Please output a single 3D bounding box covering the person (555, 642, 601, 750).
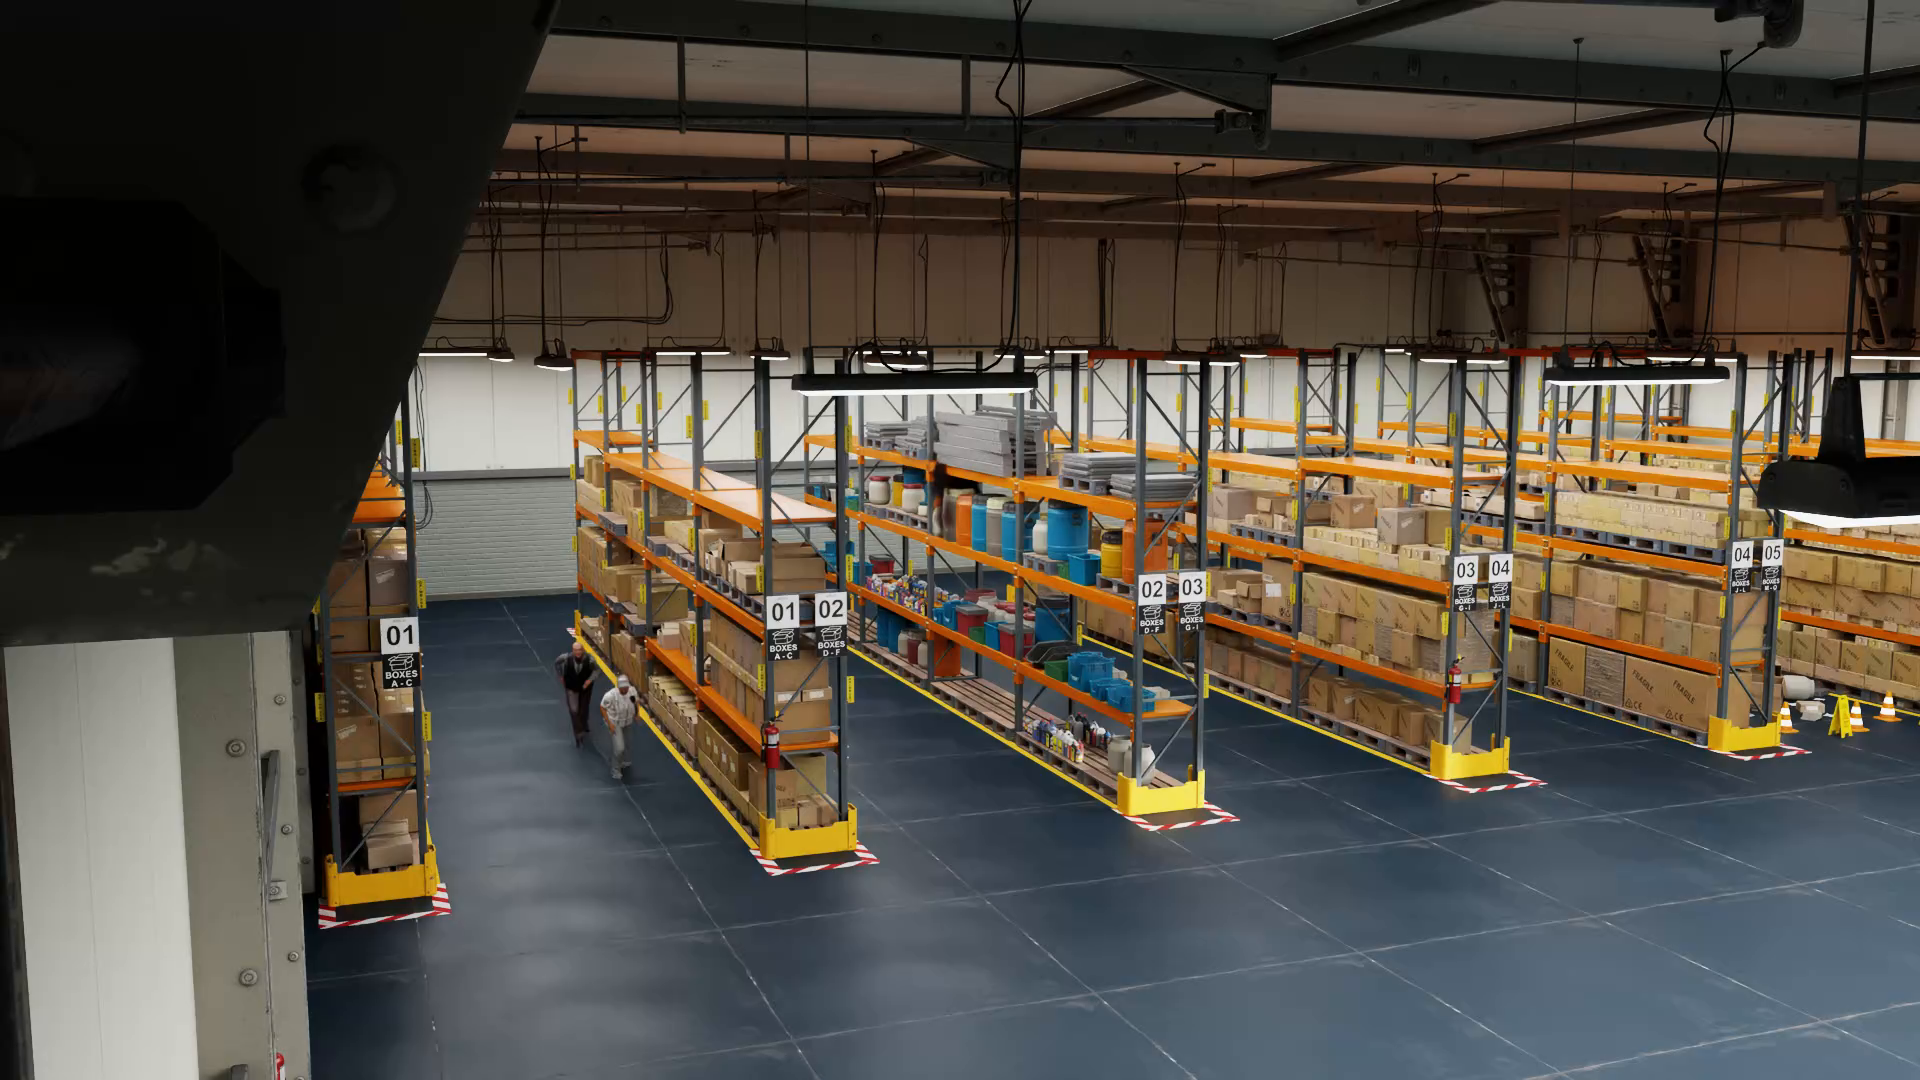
[{"bbox_3d":[-5.900,2.342,25.756,0.698,1.683,1.006,-1,7,-8],"label":"person"}]

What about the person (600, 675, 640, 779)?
[{"bbox_3d":[-4.857,2.635,23.846,0.847,1.543,0.694,6,9,41],"label":"person"}]

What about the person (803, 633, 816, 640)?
[{"bbox_3d":[-2.936,1.609,31.221,0.663,1.713,0.701,-5,9,-36],"label":"person"}]
